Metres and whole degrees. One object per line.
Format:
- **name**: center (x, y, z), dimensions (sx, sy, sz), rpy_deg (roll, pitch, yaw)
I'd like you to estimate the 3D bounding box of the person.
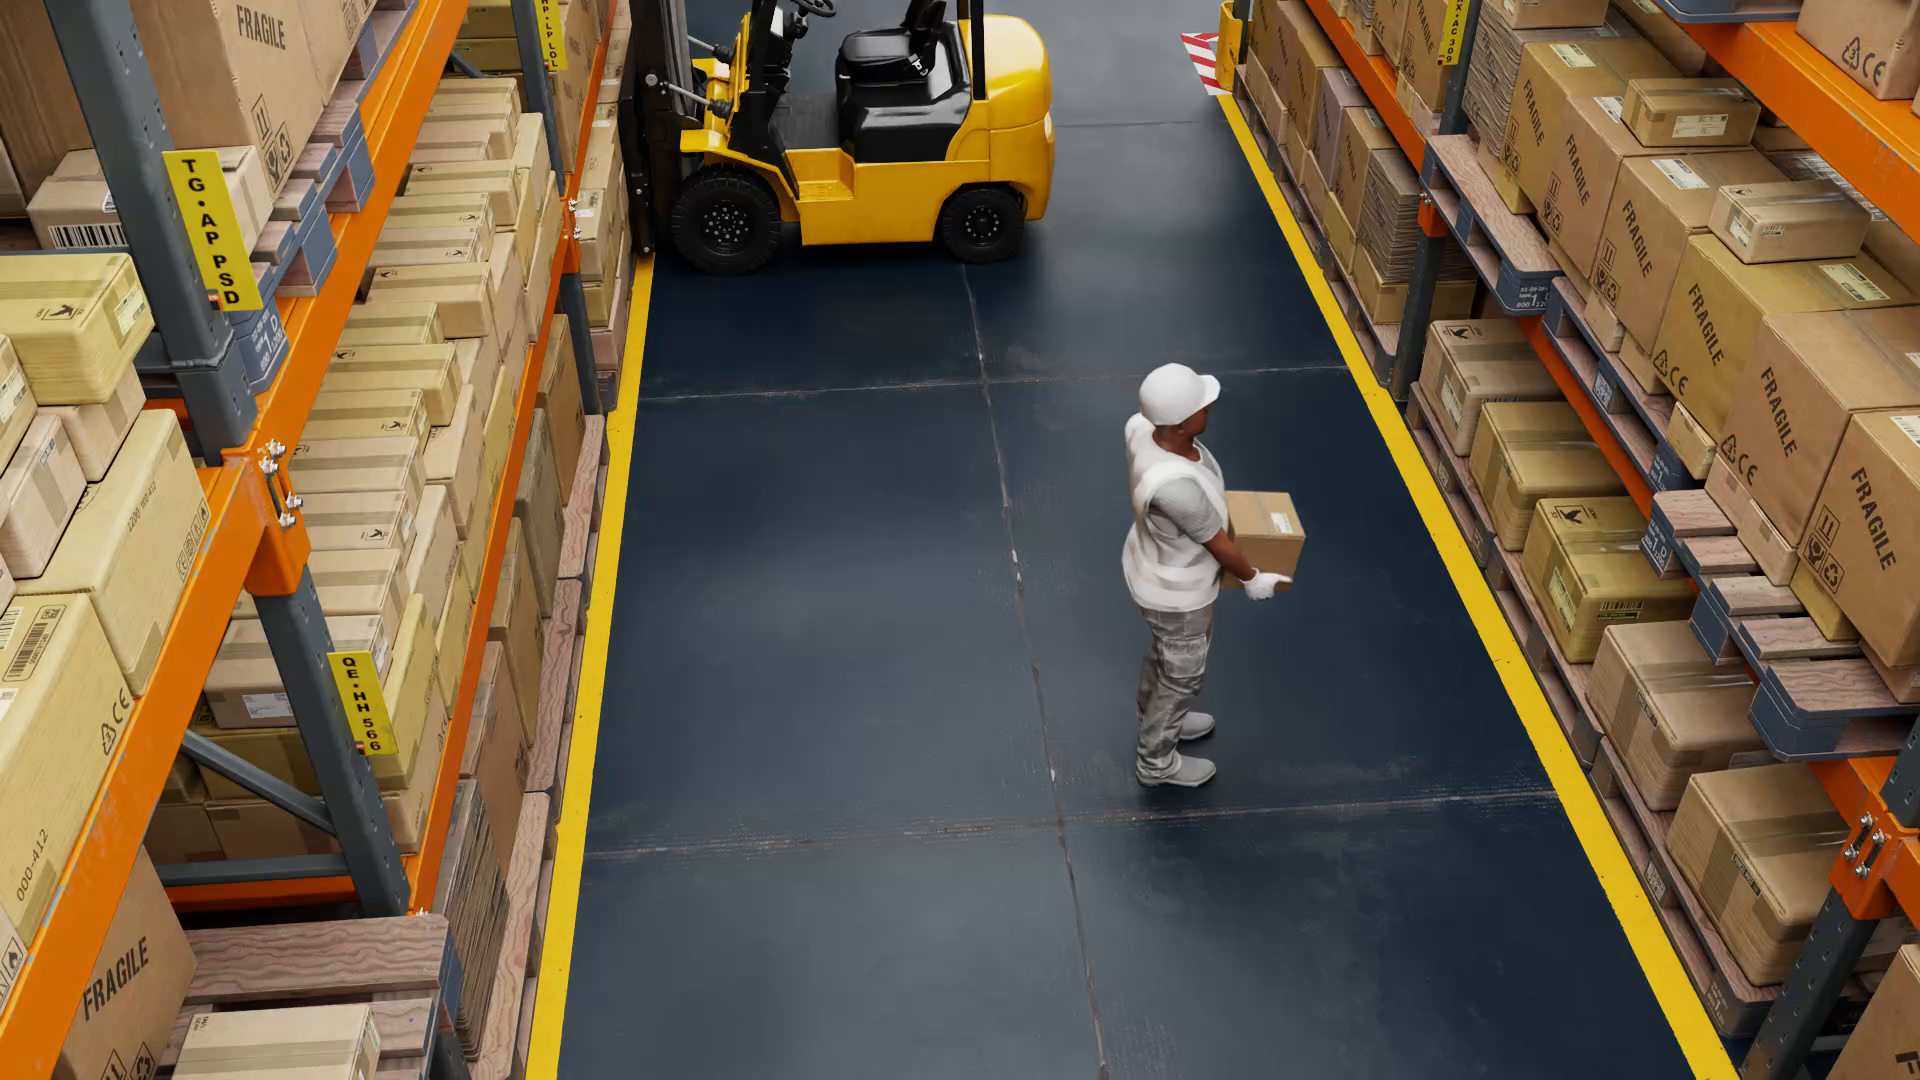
- **person**: center (0.866, 0.128, 5.984), dimensions (0.584, 1.778, 0.487), rpy_deg (-3, 39, -4)
